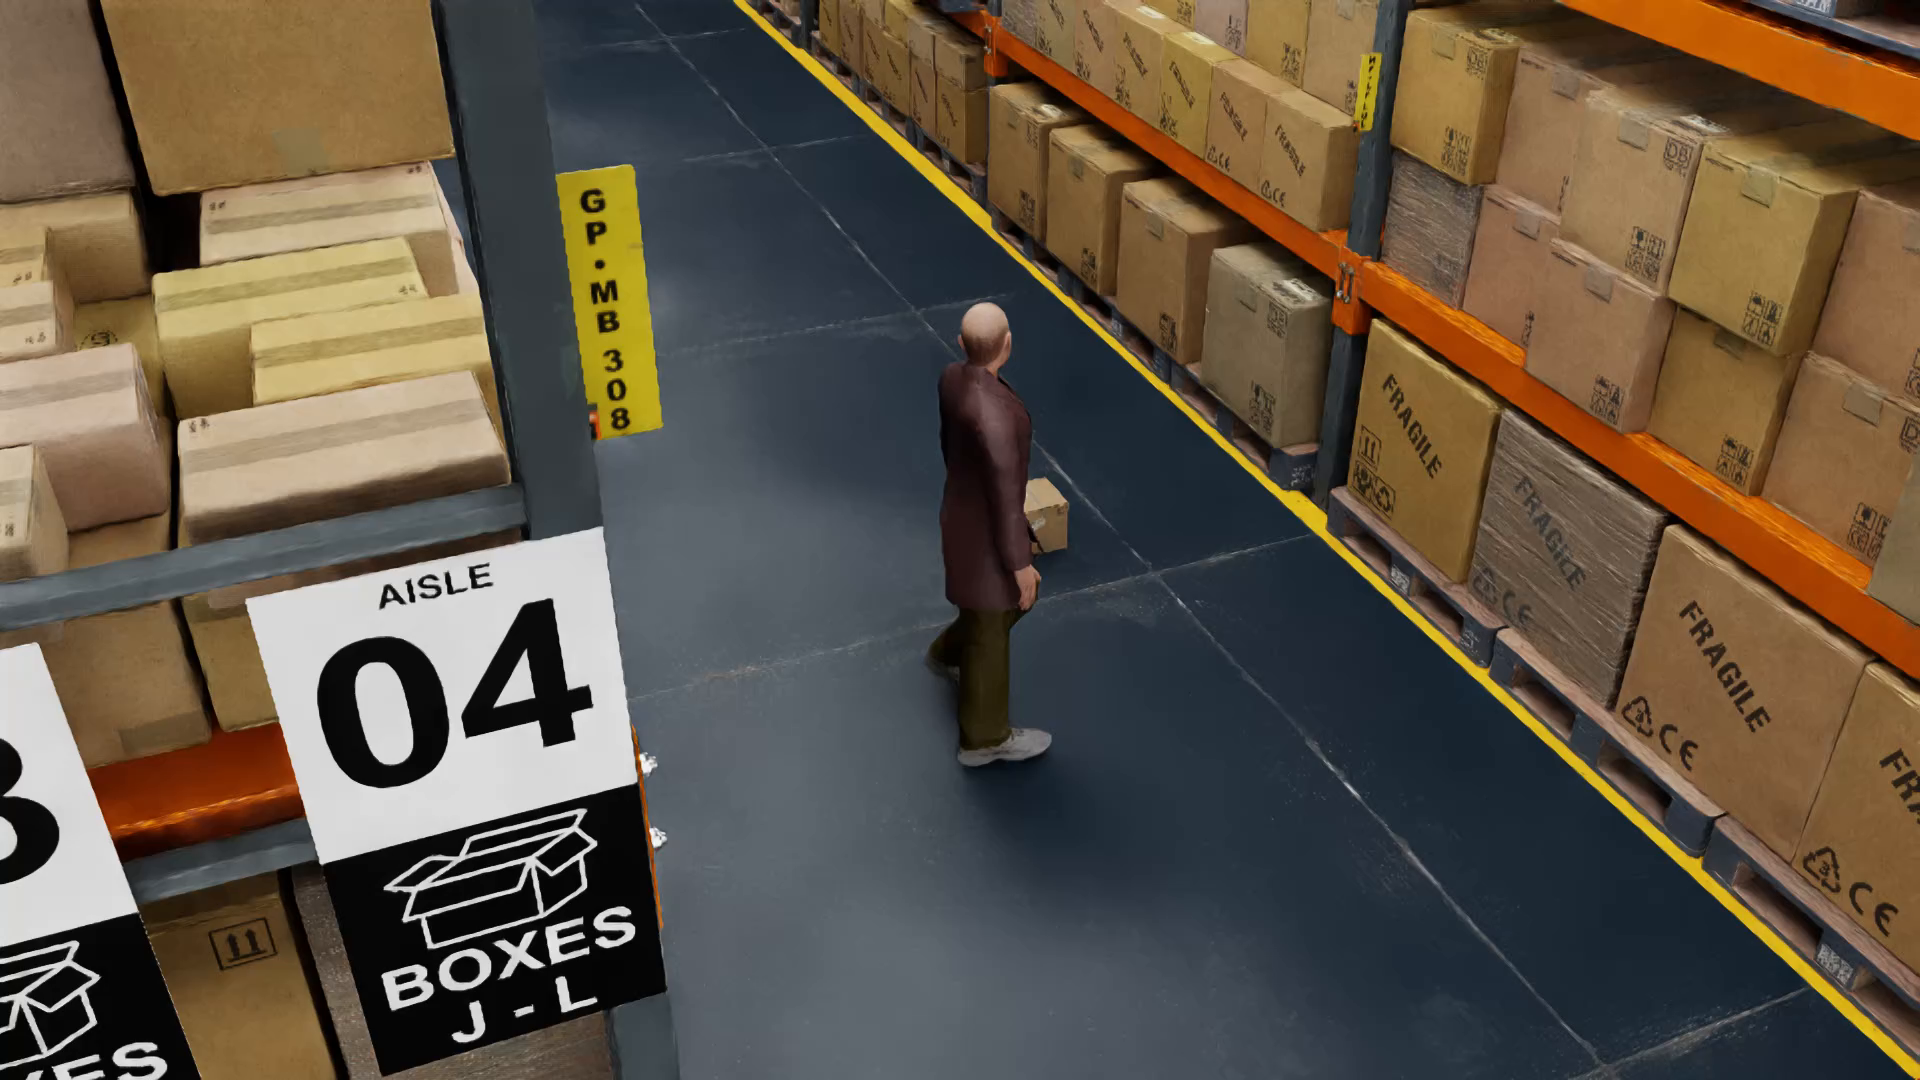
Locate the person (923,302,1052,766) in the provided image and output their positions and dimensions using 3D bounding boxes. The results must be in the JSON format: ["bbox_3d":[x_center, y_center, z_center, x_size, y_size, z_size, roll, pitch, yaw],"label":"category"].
[{"bbox_3d":[0.103,-0.030,6.198,0.464,1.749,0.666,-3,33,-5],"label":"person"}]
